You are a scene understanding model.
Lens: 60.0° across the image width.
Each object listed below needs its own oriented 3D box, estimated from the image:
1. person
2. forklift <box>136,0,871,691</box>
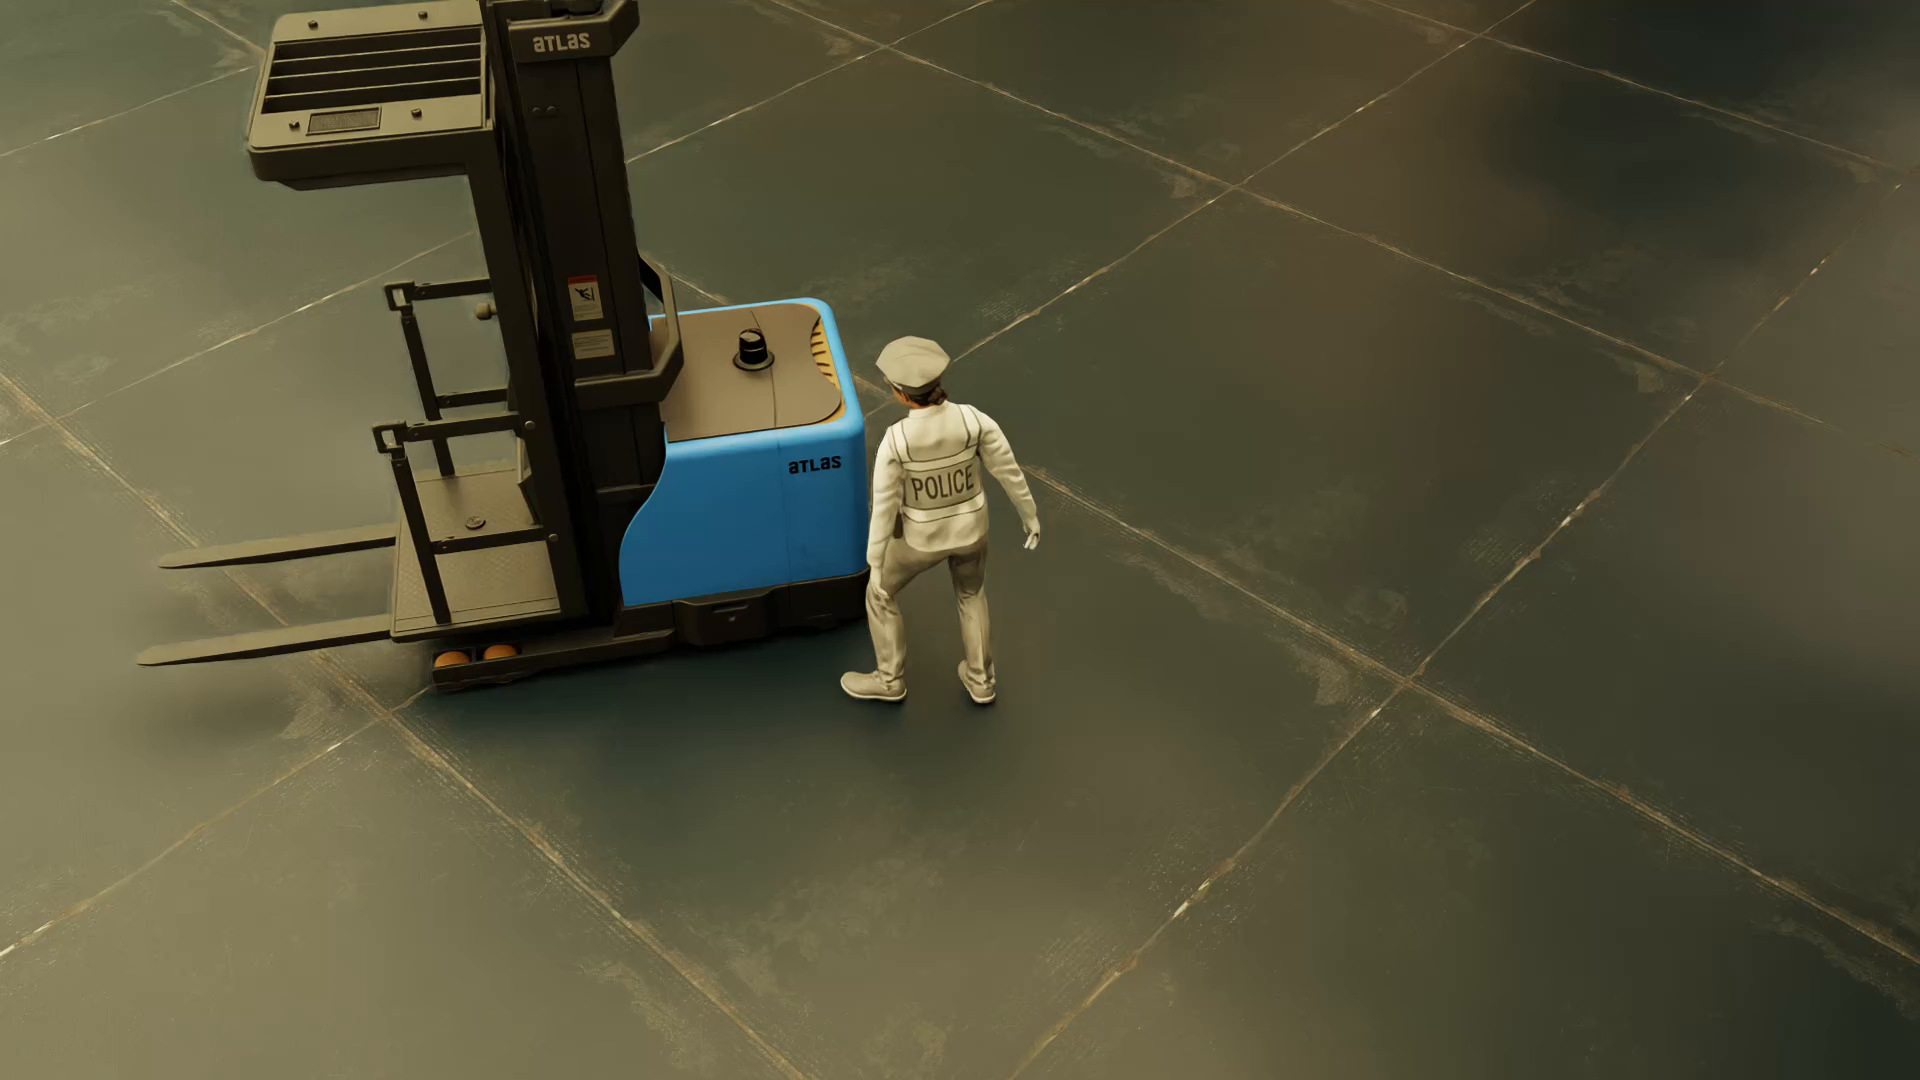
[{"bbox_3d":[-0.087,-0.014,6.476,0.809,1.642,0.417,-11,42,-13],"label":"person"},{"bbox_3d":[-1.939,-0.862,6.433,3.031,2.935,1.130,-8,41,-9],"label":"forklift"}]
